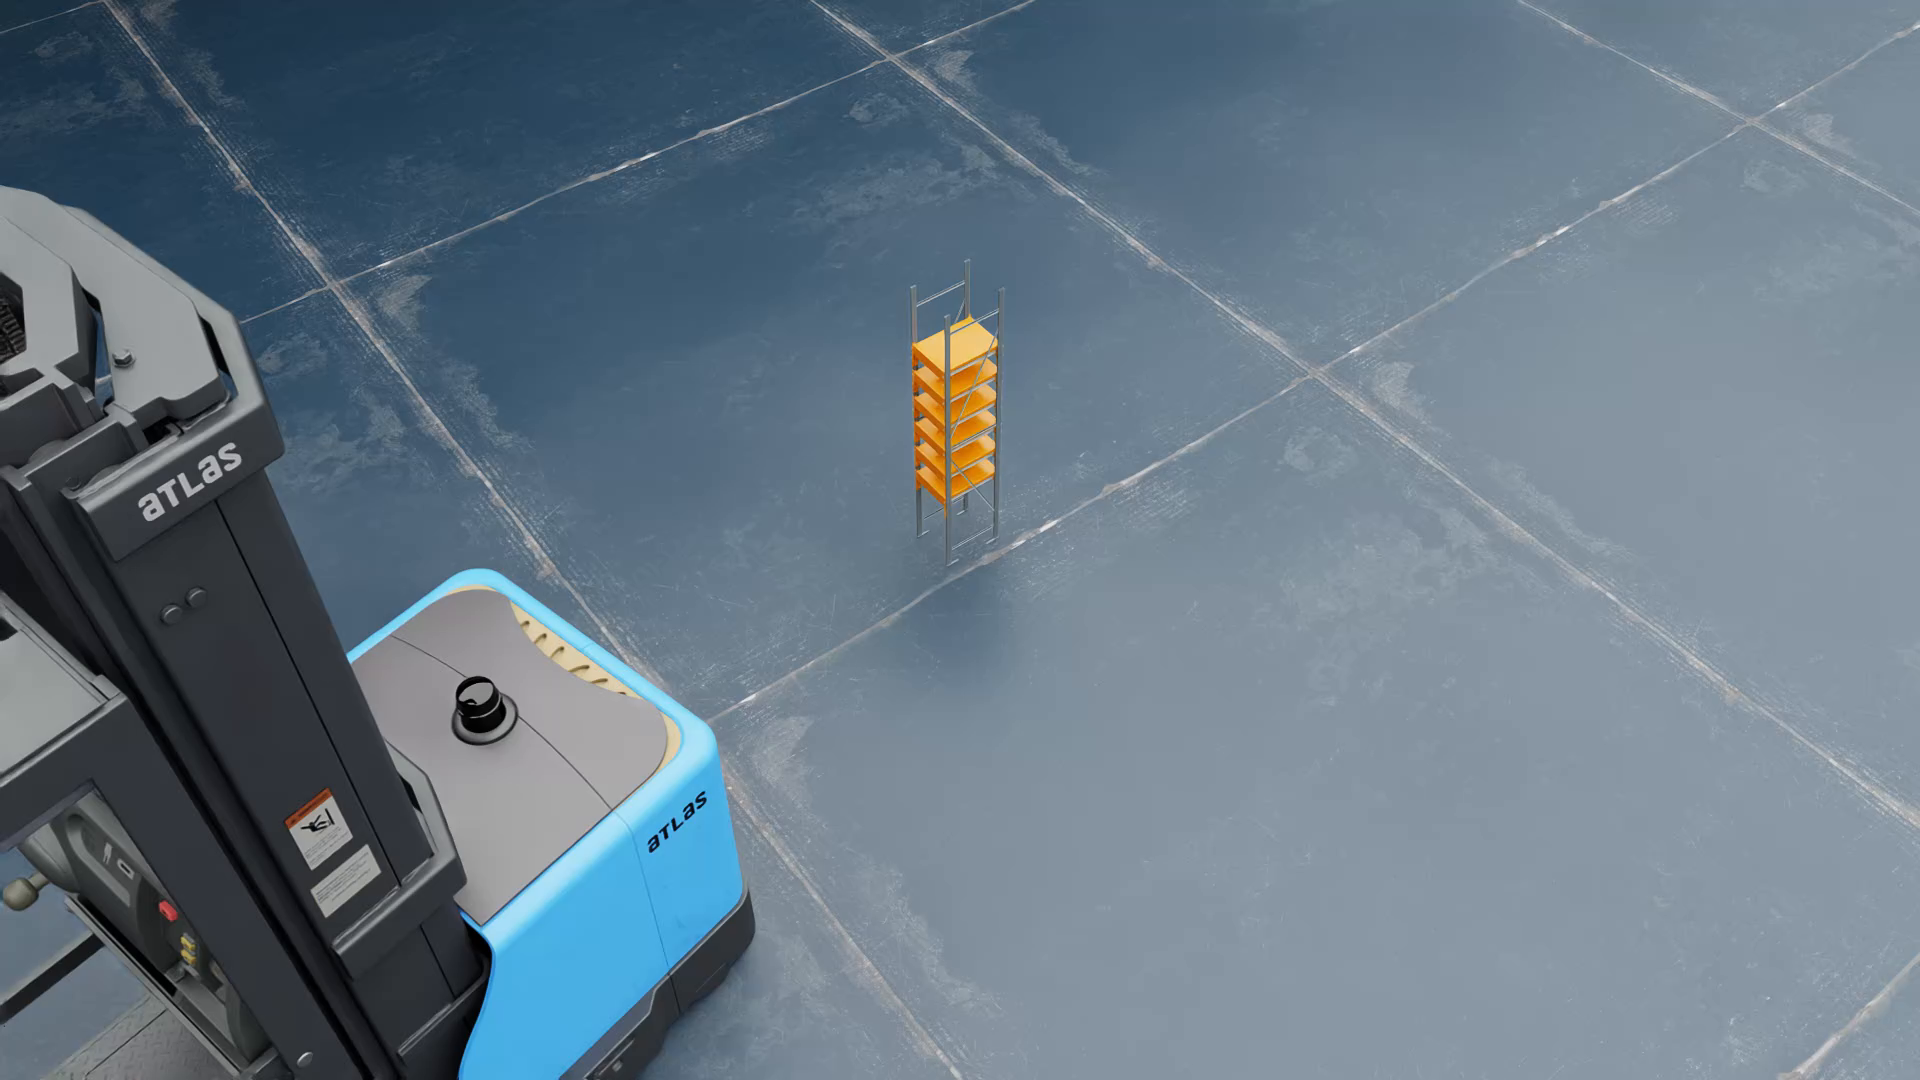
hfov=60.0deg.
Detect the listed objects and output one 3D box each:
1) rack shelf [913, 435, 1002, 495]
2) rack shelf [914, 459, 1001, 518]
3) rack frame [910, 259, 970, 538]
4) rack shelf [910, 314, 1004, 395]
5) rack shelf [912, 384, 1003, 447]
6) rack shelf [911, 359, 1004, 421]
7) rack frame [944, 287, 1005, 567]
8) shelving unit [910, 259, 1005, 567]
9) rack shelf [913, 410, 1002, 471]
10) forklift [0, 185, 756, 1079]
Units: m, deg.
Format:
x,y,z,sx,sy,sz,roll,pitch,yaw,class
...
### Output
x,y,z,sx,sy,sz,roll,pitch,yaw,class
-0.009,-0.301,5.935,0.258,0.103,0.180,-29,54,-24,rack shelf
-0.009,-0.220,6.024,0.258,0.103,0.180,-29,54,-24,rack shelf
-0.064,-0.465,5.862,0.240,1.200,0.006,-29,54,-24,rack frame
-0.009,-0.623,5.579,0.258,0.103,0.180,-29,54,-24,rack shelf
-0.009,-0.462,5.757,0.258,0.103,0.180,-29,54,-24,rack shelf
-0.009,-0.543,5.668,0.258,0.103,0.180,-29,54,-24,rack shelf
0.047,-0.358,5.764,0.240,1.200,0.006,-29,54,-24,rack frame
-0.009,-0.412,5.813,0.258,1.200,0.189,-29,54,-24,shelving unit
-0.009,-0.382,5.846,0.258,0.103,0.180,-29,54,-24,rack shelf
-1.946,0.864,3.489,1.130,2.935,3.031,31,55,25,forklift
